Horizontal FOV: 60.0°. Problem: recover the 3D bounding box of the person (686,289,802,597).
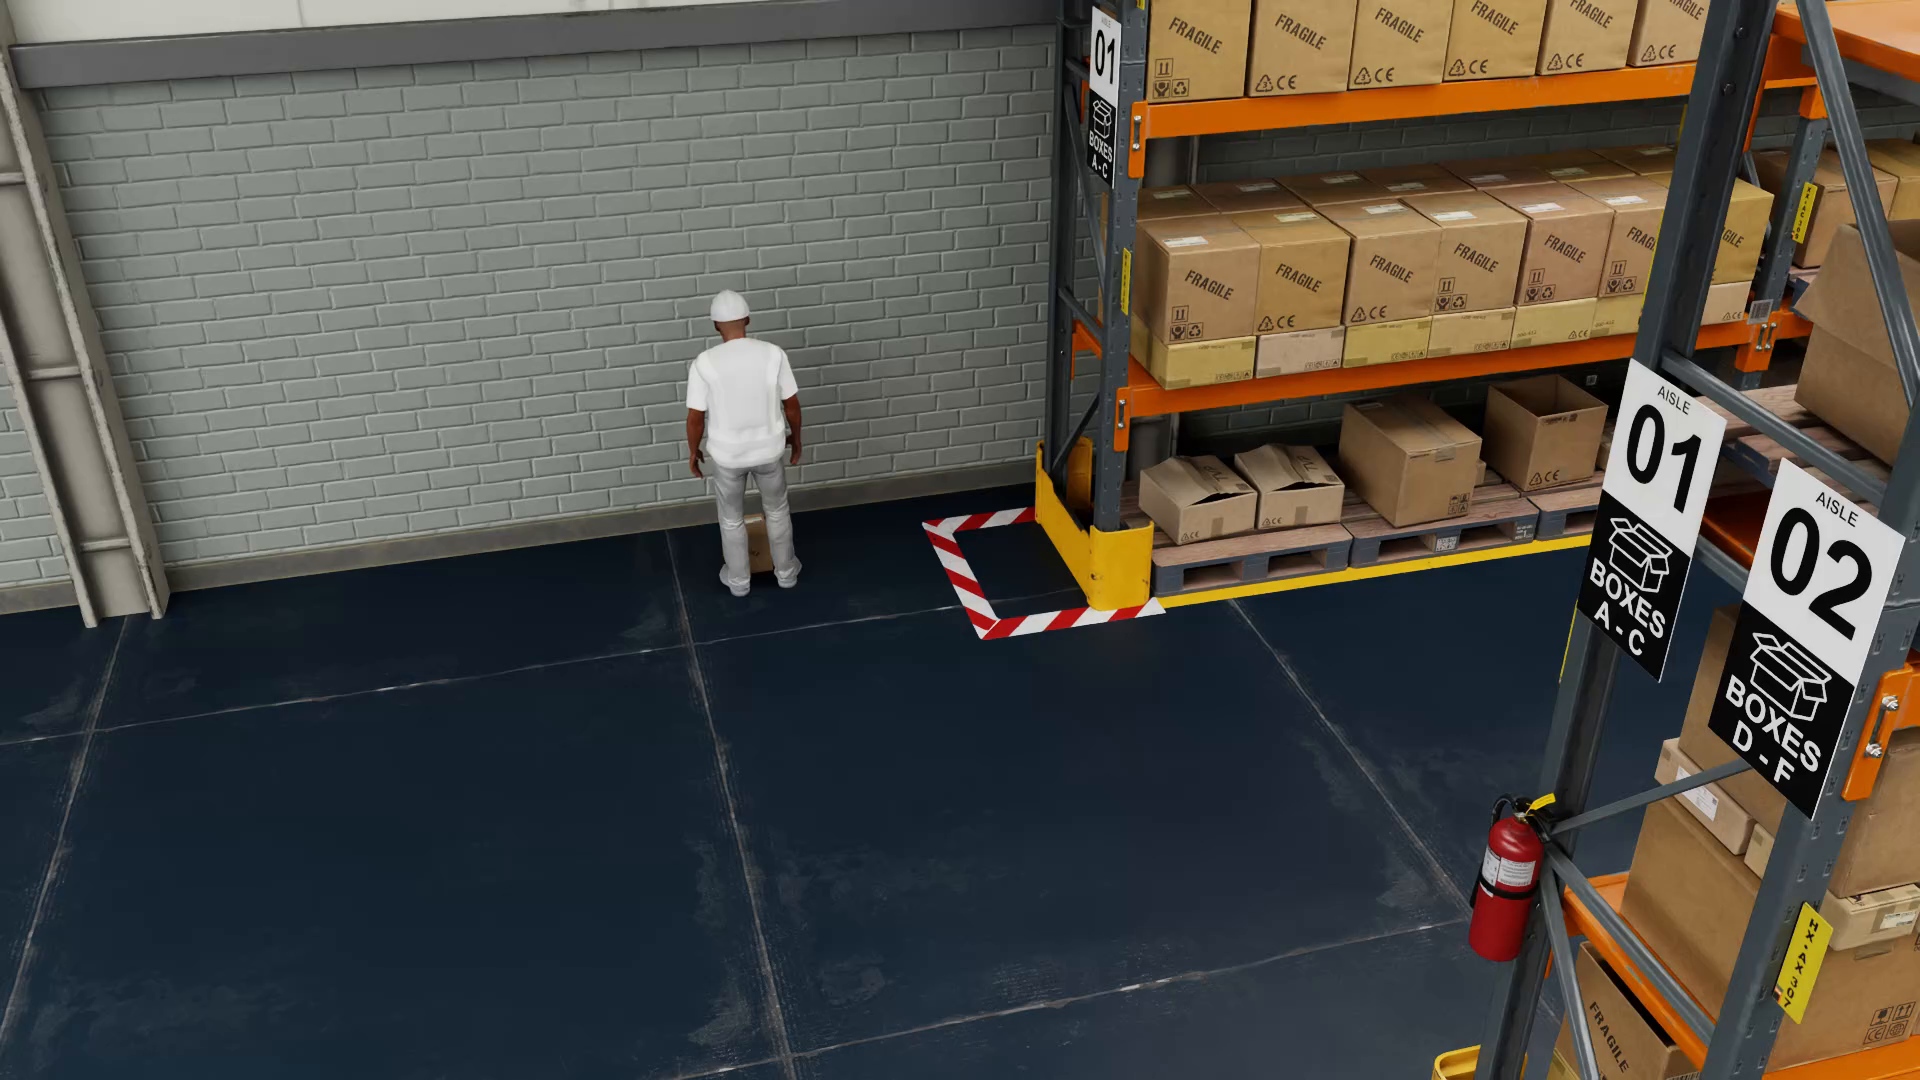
[{"bbox_3d":[-1.175,-0.520,9.119,0.634,1.760,0.463,-8,31,-14],"label":"person"}]
